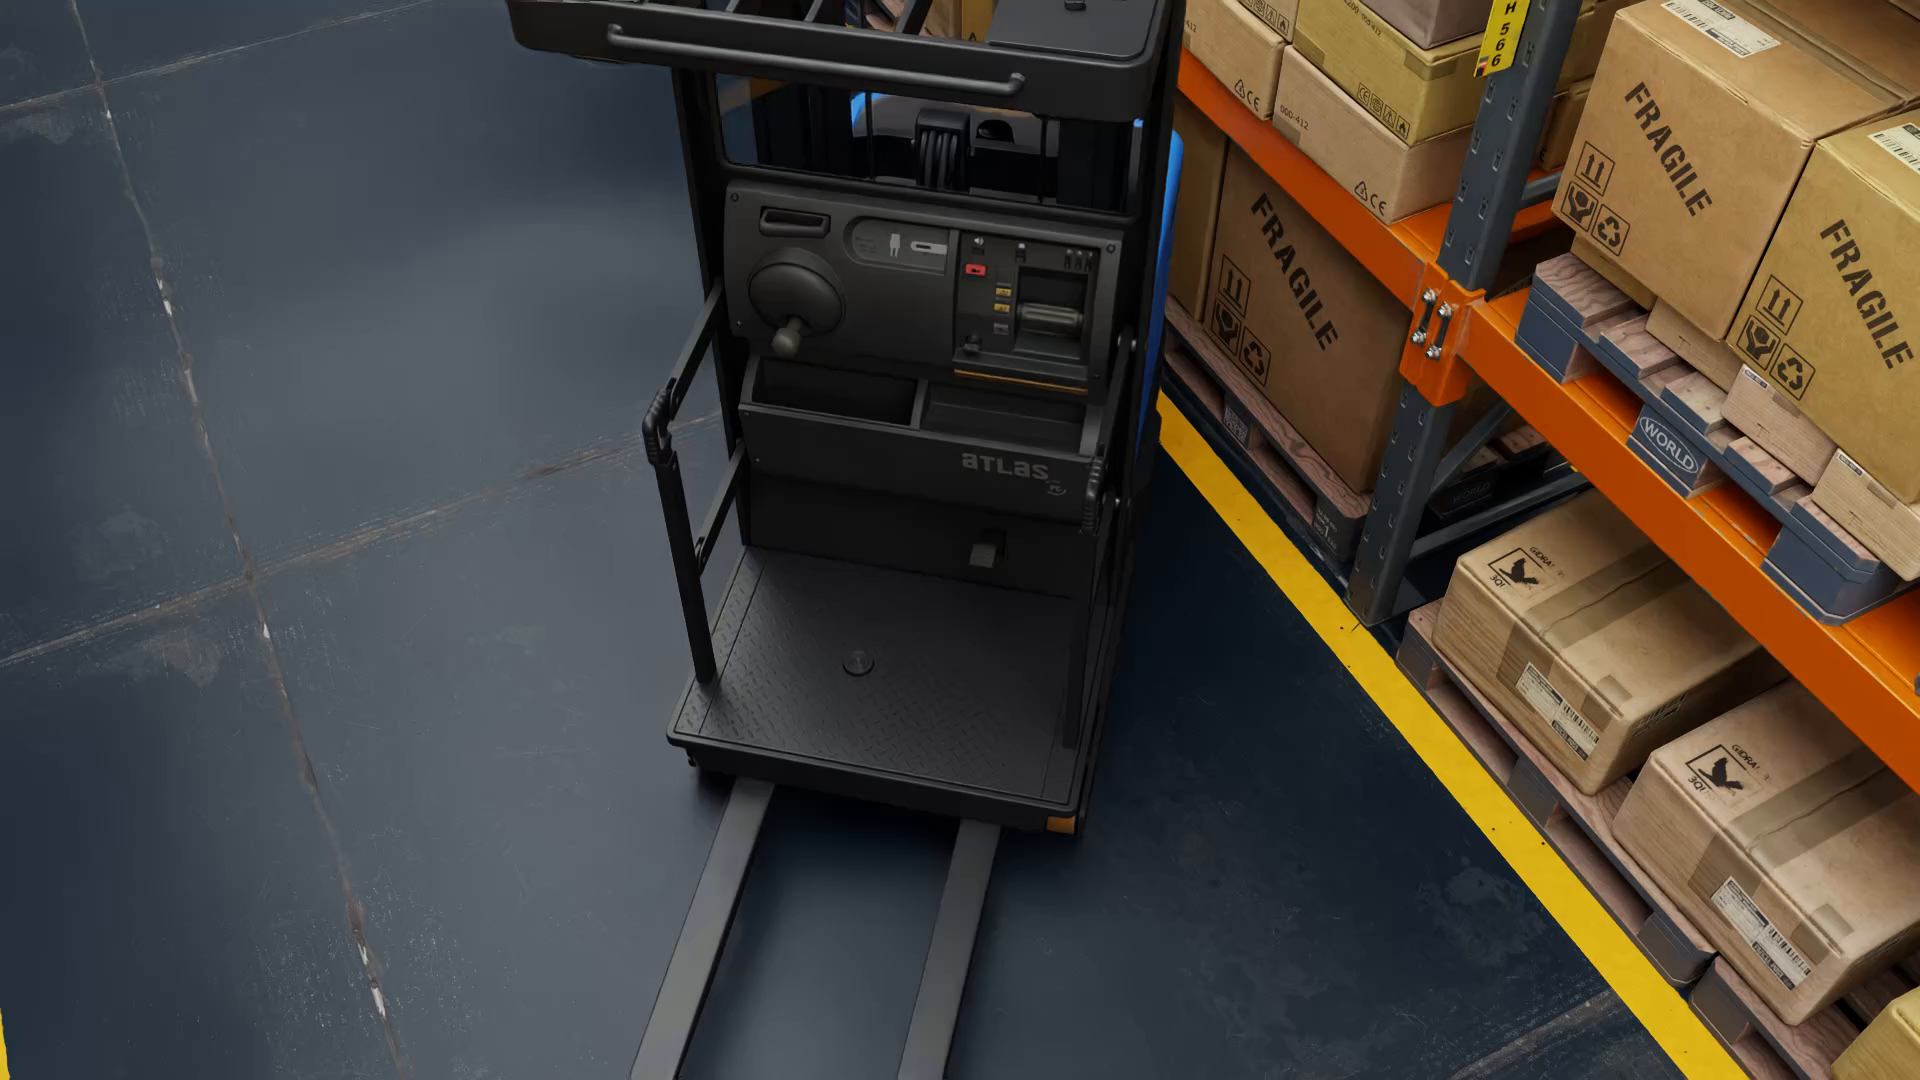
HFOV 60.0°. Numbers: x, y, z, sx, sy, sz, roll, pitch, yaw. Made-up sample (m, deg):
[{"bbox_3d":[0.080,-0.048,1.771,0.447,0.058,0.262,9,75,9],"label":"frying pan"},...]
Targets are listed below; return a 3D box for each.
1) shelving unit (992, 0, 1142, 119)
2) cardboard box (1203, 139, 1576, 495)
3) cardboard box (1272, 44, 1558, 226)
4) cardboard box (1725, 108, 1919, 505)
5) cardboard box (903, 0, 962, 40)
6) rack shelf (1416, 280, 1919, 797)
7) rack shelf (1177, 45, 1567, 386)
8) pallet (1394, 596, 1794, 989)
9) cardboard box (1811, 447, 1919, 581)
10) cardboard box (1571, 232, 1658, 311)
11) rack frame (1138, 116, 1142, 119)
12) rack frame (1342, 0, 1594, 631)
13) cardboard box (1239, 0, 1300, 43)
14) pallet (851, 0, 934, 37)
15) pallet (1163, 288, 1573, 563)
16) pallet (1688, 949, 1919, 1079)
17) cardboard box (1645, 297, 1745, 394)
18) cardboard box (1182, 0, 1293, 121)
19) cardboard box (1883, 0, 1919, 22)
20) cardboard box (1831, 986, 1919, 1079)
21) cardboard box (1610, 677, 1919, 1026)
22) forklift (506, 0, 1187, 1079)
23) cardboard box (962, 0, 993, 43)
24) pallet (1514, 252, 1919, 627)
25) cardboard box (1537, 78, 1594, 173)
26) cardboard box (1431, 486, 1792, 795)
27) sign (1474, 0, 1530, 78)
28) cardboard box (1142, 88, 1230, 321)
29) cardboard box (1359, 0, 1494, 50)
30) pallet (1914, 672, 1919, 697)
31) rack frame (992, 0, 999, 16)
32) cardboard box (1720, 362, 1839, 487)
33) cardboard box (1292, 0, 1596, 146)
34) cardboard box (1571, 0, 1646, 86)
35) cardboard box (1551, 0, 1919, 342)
[{"bbox_3d":[0.361,-1.227,5.501,0.258,1.200,0.503,-24,51,-15],"label":"shelving unit"},{"bbox_3d":[1.398,-0.859,5.141,0.875,0.875,0.875,-22,52,-18],"label":"cardboard box"},{"bbox_3d":[1.178,-1.129,4.344,0.500,0.250,0.500,-23,53,-19],"label":"cardboard box"},{"bbox_3d":[1.885,-0.471,3.126,0.500,0.500,0.500,-19,51,-16],"label":"cardboard box"},{"bbox_3d":[0.165,-2.658,6.714,0.875,0.875,0.875,-20,52,-16],"label":"cardboard box"},{"bbox_3d":[2.556,0.646,3.170,1.077,0.370,4.000,-21,52,-18],"label":"rack shelf"},{"bbox_3d":[0.725,-2.031,5.511,1.077,0.370,4.000,-21,52,-18],"label":"rack shelf"},{"bbox_3d":[1.997,0.512,4.662,1.003,0.211,1.213,-21,52,-18],"label":"pallet"},{"bbox_3d":[1.915,-0.112,3.243,0.380,0.149,0.250,-21,52,-17],"label":"cardboard box"},{"bbox_3d":[1.624,-0.703,3.760,0.380,0.149,0.250,-24,53,-20],"label":"cardboard box"},{"bbox_3d":[0.476,-1.070,5.354,0.240,1.200,0.015,-24,51,-15],"label":"rack frame"},{"bbox_3d":[1.641,-0.929,4.070,1.000,3.000,0.127,-21,52,-18],"label":"rack frame"},{"bbox_3d":[0.955,-1.623,4.444,0.500,0.250,0.500,-22,53,-18],"label":"cardboard box"},{"bbox_3d":[0.230,-2.198,7.032,1.003,0.211,1.213,-21,52,-18],"label":"pallet"},{"bbox_3d":[1.347,-0.565,5.604,1.003,0.211,1.213,-21,52,-18],"label":"pallet"},{"bbox_3d":[2.551,1.328,3.948,1.003,0.211,1.213,-21,52,-18],"label":"pallet"},{"bbox_3d":[1.723,-0.502,3.584,0.380,0.149,0.250,-24,53,-20],"label":"cardboard box"},{"bbox_3d":[0.931,-1.465,4.638,0.500,0.250,0.500,-20,52,-17],"label":"cardboard box"},{"bbox_3d":[2.096,-0.990,3.580,0.500,0.500,0.500,-23,53,-19],"label":"cardboard box"},{"bbox_3d":[2.577,1.180,3.692,0.950,0.372,0.625,-20,52,-16],"label":"cardboard box"},{"bbox_3d":[2.235,0.670,4.138,0.950,0.372,0.625,-22,52,-18],"label":"cardboard box"},{"bbox_3d":[-0.140,-0.481,3.724,1.130,2.935,3.031,9,49,8],"label":"forklift"},{"bbox_3d":[0.585,-2.056,6.188,0.875,0.875,0.875,-20,52,-16],"label":"cardboard box"},{"bbox_3d":[2.061,-0.426,3.757,1.213,0.211,1.003,-21,52,-18],"label":"pallet"},{"bbox_3d":[1.640,-1.294,4.489,0.500,0.250,0.500,-22,52,-18],"label":"cardboard box"},{"bbox_3d":[1.890,0.179,4.567,0.950,0.372,0.625,-24,53,-20],"label":"cardboard box"},{"bbox_3d":[1.149,-1.117,3.465,0.100,0.325,0.005,-21,52,-18],"label":"sign"},{"bbox_3d":[0.994,-1.457,5.664,0.875,0.875,0.875,-21,52,-17],"label":"cardboard box"},{"bbox_3d":[1.171,-1.547,3.880,0.500,0.500,0.500,-22,53,-18],"label":"cardboard box"},{"bbox_3d":[2.583,0.445,2.996,1.003,0.211,1.213,-21,52,-18],"label":"pallet"},{"bbox_3d":[0.247,-1.384,5.648,0.240,1.200,0.015,-24,51,-15],"label":"rack frame"},{"bbox_3d":[1.808,-0.303,3.410,0.380,0.149,0.250,-24,53,-20],"label":"cardboard box"},{"bbox_3d":[1.193,-1.281,4.145,0.500,0.250,0.500,-21,52,-18],"label":"cardboard box"},{"bbox_3d":[1.628,-1.469,4.309,0.500,0.250,0.500,-22,52,-18],"label":"cardboard box"},{"bbox_3d":[1.641,-0.817,3.429,0.500,0.500,0.500,-23,53,-19],"label":"cardboard box"}]
